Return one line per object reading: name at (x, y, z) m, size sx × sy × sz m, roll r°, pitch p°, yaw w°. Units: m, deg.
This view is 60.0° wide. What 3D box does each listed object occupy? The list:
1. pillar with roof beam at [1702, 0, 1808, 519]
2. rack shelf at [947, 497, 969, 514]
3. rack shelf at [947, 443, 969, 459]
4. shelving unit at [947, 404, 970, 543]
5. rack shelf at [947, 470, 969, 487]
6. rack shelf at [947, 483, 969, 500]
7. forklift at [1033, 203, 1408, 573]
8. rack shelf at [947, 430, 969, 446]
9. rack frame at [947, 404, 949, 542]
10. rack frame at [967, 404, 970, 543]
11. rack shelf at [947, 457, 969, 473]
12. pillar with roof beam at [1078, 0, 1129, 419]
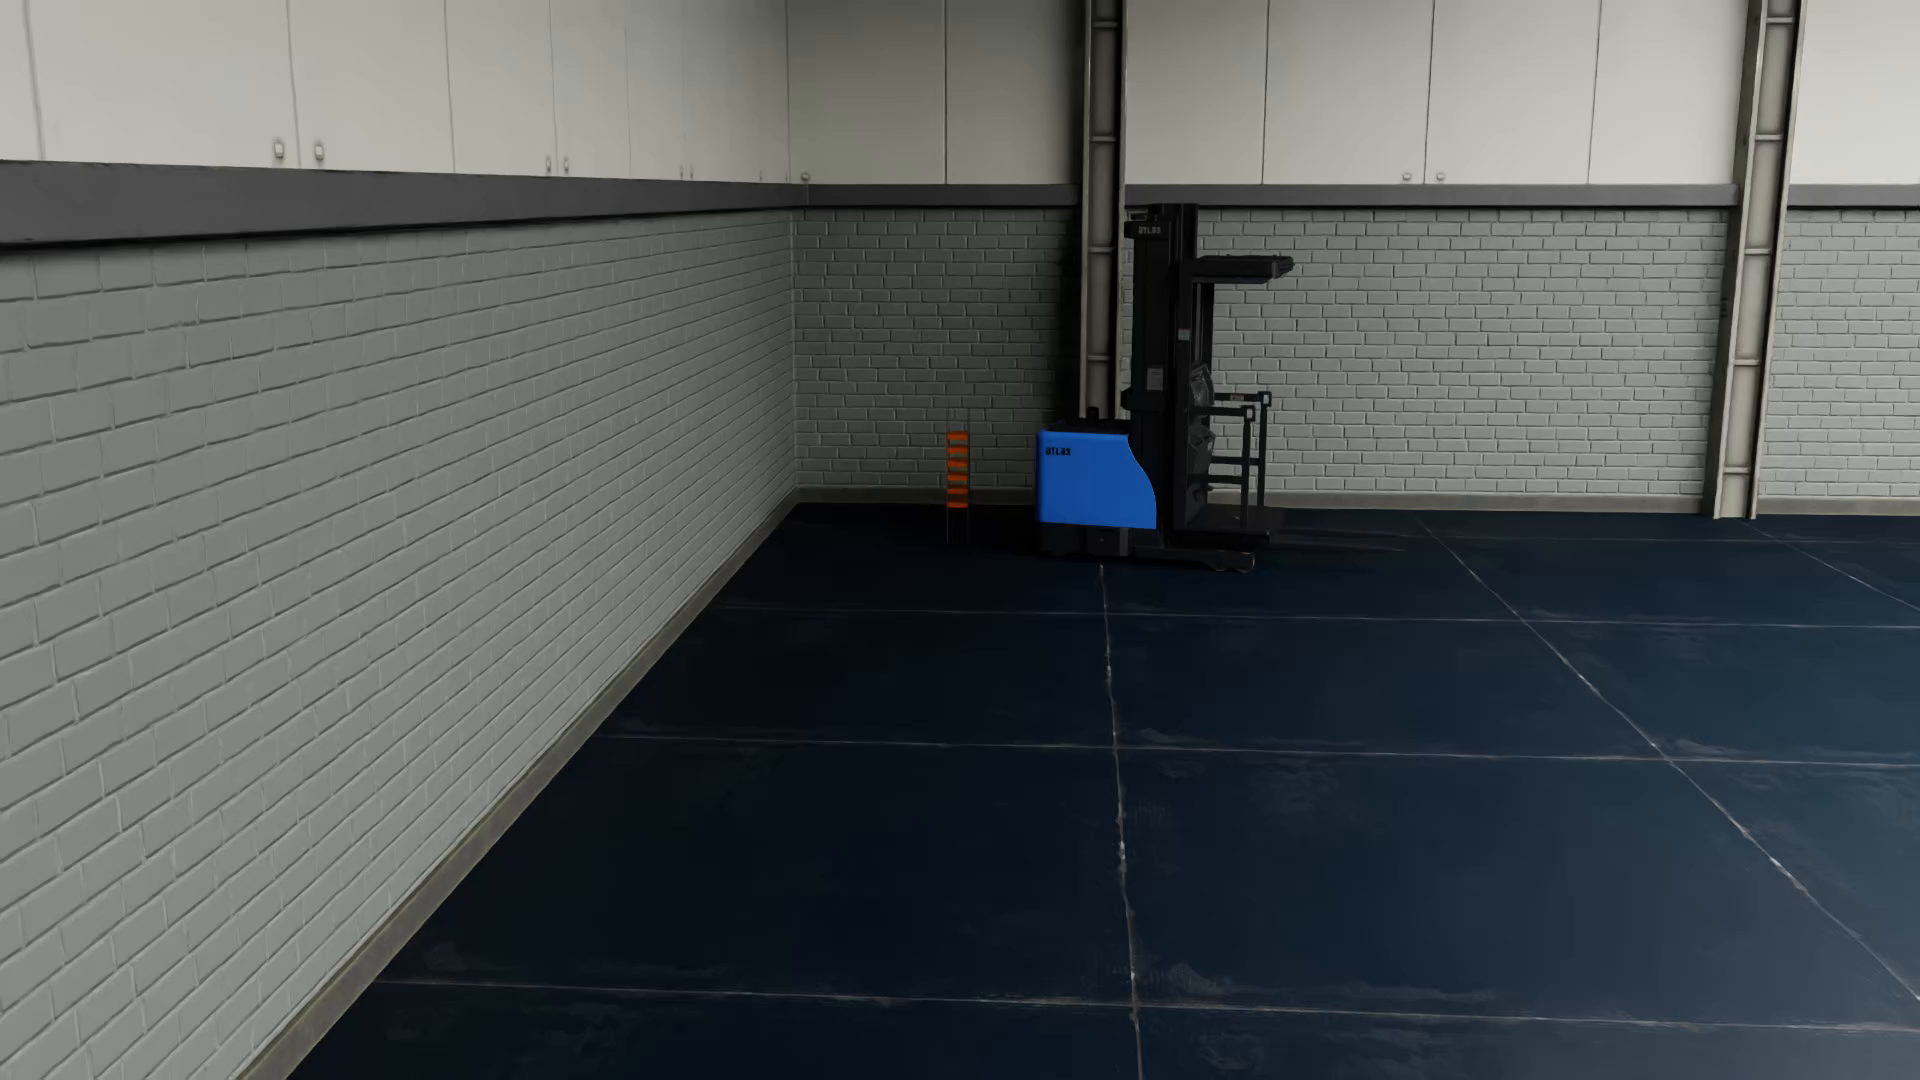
pillar with roof beam at (7.045, -3.755, 10.742) m, size 0.400 × 9.000 × 9.100 m, roll 1°, pitch 12°, yaw 4°
rack shelf at (-0.014, -0.309, 14.704) m, size 0.180 × 0.103 × 0.258 m, roll 1°, pitch 12°, yaw 4°
rack shelf at (-0.014, -0.779, 14.606) m, size 0.180 × 0.103 × 0.258 m, roll 1°, pitch 12°, yaw 4°
shelving unit at (-0.014, -0.587, 14.646) m, size 0.189 × 1.200 × 0.258 m, roll 1°, pitch 12°, yaw 4°
rack shelf at (-0.014, -0.544, 14.655) m, size 0.180 × 0.103 × 0.258 m, roll 1°, pitch 12°, yaw 4°
rack shelf at (-0.014, -0.427, 14.680) m, size 0.180 × 0.103 × 0.258 m, roll 1°, pitch 12°, yaw 4°
forklift at (2.195, -1.290, 13.778) m, size 3.031 × 2.935 × 1.130 m, roll 4°, pitch 12°, yaw 17°
rack shelf at (-0.014, -0.896, 14.582) m, size 0.180 × 0.103 × 0.258 m, roll 1°, pitch 12°, yaw 4°
rack frame at (-0.106, -0.589, 14.652) m, size 0.006 × 1.200 × 0.240 m, roll 1°, pitch 12°, yaw 4°
rack frame at (0.077, -0.586, 14.640) m, size 0.006 × 1.200 × 0.240 m, roll 1°, pitch 12°, yaw 4°
rack shelf at (-0.014, -0.661, 14.631) m, size 0.180 × 0.103 × 0.258 m, roll 1°, pitch 12°, yaw 4°
pillar with roof beam at (1.058, -3.837, 11.134) m, size 0.400 × 9.000 × 9.100 m, roll 1°, pitch 12°, yaw 4°
